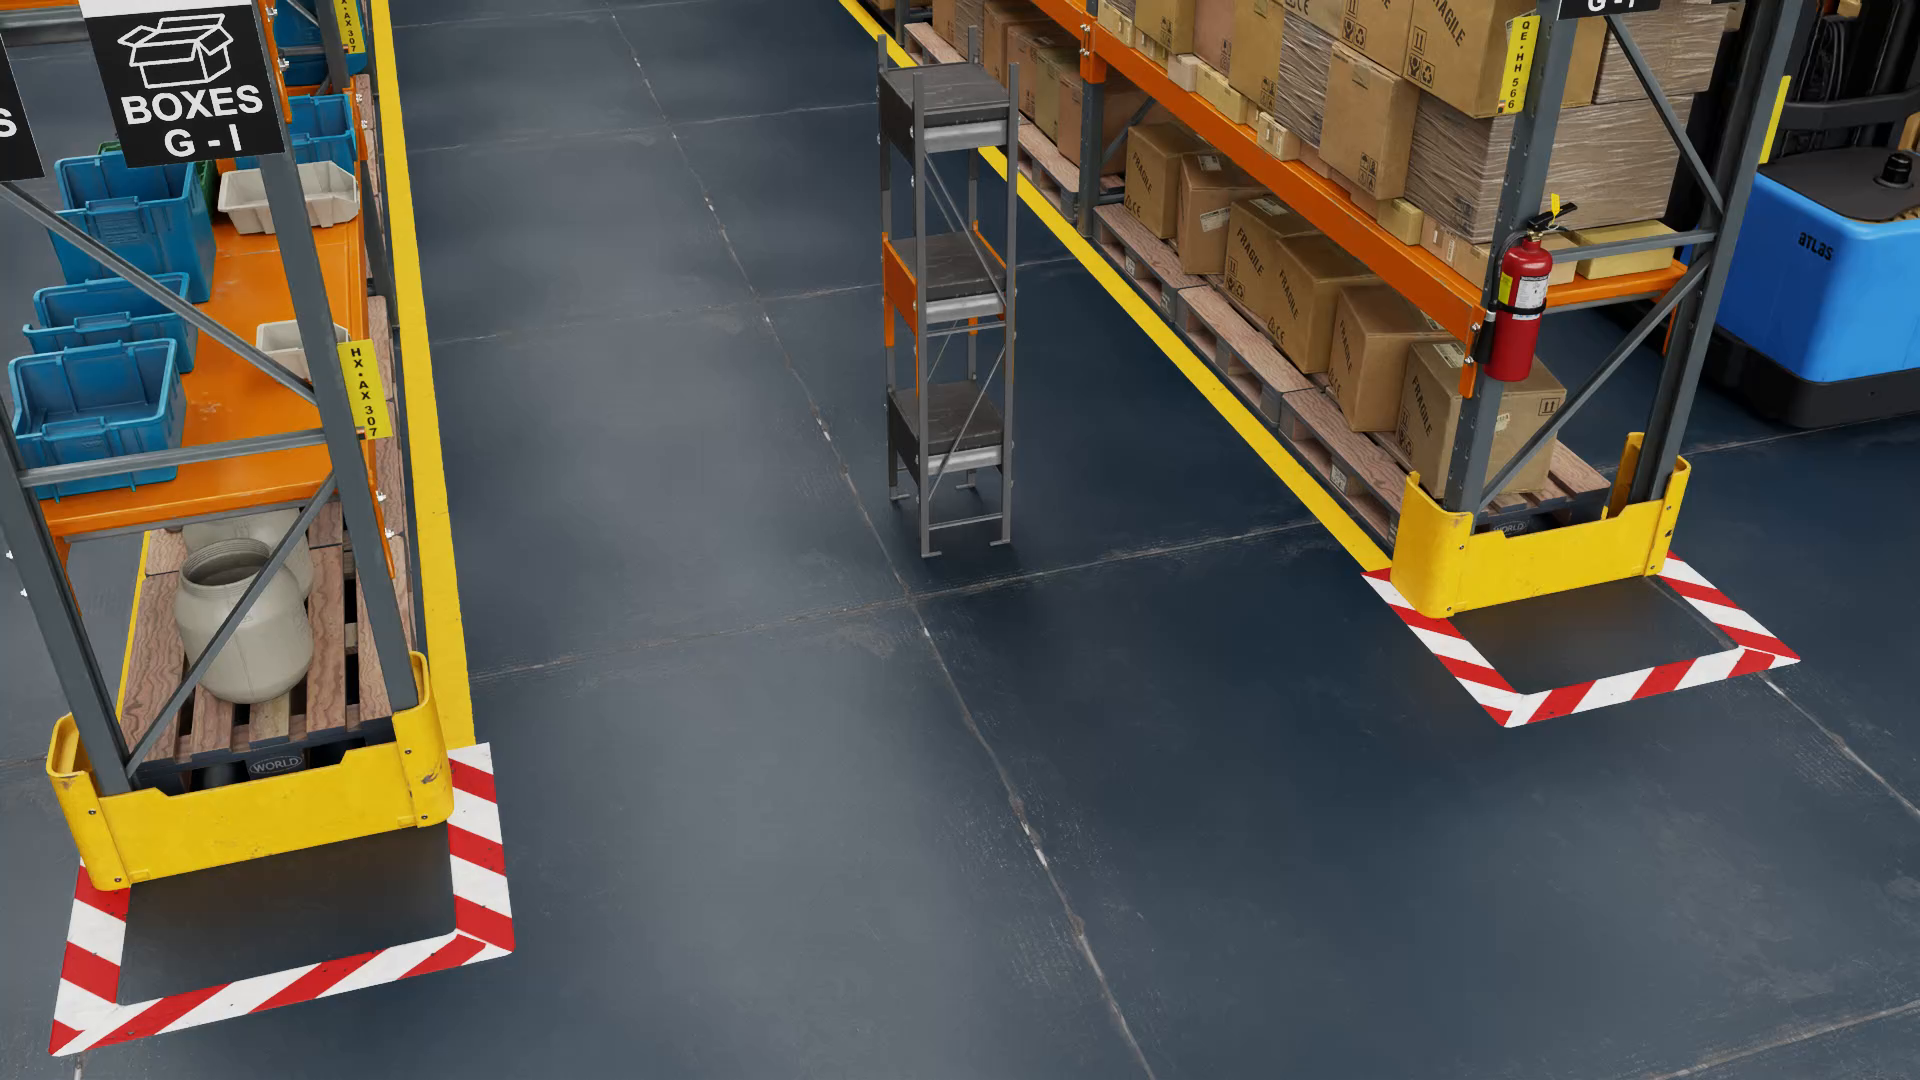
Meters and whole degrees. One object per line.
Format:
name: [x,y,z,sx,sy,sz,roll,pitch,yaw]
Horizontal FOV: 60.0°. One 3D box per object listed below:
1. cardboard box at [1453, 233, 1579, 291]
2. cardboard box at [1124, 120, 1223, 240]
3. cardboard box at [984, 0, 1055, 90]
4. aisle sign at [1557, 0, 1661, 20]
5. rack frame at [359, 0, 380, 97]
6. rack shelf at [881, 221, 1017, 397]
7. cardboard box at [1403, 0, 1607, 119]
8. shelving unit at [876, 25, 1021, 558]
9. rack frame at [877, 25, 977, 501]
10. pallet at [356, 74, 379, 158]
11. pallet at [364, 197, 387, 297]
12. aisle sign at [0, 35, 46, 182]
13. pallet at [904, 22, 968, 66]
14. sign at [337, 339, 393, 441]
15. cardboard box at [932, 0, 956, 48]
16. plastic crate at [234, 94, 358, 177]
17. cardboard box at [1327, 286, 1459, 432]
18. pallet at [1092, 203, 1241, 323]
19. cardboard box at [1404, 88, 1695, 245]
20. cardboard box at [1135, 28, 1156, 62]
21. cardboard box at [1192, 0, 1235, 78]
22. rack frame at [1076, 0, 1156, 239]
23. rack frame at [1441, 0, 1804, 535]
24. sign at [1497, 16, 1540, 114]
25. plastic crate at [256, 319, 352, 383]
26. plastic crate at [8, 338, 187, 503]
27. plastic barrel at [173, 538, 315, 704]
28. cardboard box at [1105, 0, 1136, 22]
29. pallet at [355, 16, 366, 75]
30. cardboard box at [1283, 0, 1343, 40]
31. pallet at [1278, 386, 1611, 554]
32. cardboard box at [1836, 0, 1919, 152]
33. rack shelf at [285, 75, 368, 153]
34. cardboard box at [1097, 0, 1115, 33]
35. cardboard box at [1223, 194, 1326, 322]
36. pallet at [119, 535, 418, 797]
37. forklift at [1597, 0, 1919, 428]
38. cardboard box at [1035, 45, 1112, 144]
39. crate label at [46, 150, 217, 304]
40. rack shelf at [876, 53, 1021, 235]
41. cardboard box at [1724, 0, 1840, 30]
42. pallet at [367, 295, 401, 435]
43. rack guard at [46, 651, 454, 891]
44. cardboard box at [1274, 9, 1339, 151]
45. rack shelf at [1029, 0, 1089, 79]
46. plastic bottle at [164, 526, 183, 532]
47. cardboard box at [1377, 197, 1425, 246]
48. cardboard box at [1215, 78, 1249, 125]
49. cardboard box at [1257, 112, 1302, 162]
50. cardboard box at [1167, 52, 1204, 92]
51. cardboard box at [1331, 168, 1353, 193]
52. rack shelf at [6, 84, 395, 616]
cardboard box: [2.138,-1.082,6.394,0.380,0.149,0.250,-10,35,-15]
cardboard box: [1.285,-2.087,9.574,0.500,0.500,0.500,-11,35,-16]
cardboard box: [0.565,-3.479,11.662,0.700,0.500,0.500,-7,34,-11]
aisle sign: [2.154,-2.073,5.309,0.394,0.787,0.004,-10,35,-15]
rack frame: [-4.736,-4.439,11.247,1.000,3.000,0.127,-10,35,-15]
rack shelf: [-0.050,-0.952,6.810,0.431,0.518,0.480,-10,35,-15]
cardboard box: [2.018,-1.902,6.140,0.500,0.500,0.500,-10,35,-15]
shelving unit: [-0.050,-0.963,6.803,0.431,2.100,0.503,-10,35,-15]
rack frame: [-0.125,-1.091,6.997,0.400,2.100,0.015,-10,35,-15]
pallet: [-4.537,-2.862,11.390,1.003,0.211,1.213,-10,35,-15]
pallet: [-3.792,-1.581,9.452,1.003,0.211,1.213,-10,35,-15]
aisle sign: [-2.557,-1.236,4.041,0.394,0.787,0.004,-10,35,-15]
pallet: [0.218,-3.698,12.655,1.003,0.211,1.213,-10,35,-15]
sign: [-1.771,-0.444,4.951,0.100,0.325,0.005,-10,35,-15]
cardboard box: [0.204,-4.064,12.548,0.700,0.500,0.500,-12,35,-17]
plastic crate: [-2.920,-1.741,7.299,0.499,0.251,0.616,-10,35,-15]
cardboard box: [2.032,-0.843,7.691,0.500,0.500,0.500,-1,33,-2]
pallet: [1.439,-1.662,9.573,1.003,0.211,1.213,-10,35,-15]
cardboard box: [2.279,-1.531,6.485,0.875,0.500,0.500,-10,35,-15]
cardboard box: [1.147,-2.643,8.757,0.380,0.149,0.250,-10,35,-15]
cardboard box: [1.647,-2.577,8.068,0.875,0.500,0.500,-10,35,-15]
rack frame: [1.201,-3.172,9.329,1.000,3.000,0.127,-10,35,-15]
rack frame: [2.421,-1.072,6.151,1.000,3.000,0.127,-10,35,-15]
sign: [1.886,-1.604,5.619,0.100,0.325,0.005,-10,35,-15]
plastic crate: [-2.262,-0.653,5.756,0.298,0.136,0.250,-10,35,-15]
plastic crate: [-2.733,-0.389,5.253,0.499,0.251,0.616,-10,35,-15]
plastic barrel: [-2.569,0.291,5.964,0.421,0.512,0.421,0,33,0]
cardboard box: [1.279,-3.091,8.846,0.875,0.500,0.500,-10,35,-15]
pallet: [-5.016,-3.683,12.631,1.003,0.211,1.213,-10,35,-15]
cardboard box: [1.710,-2.426,6.934,0.500,0.500,0.500,-10,35,-15]
pallet: [2.184,-0.381,7.635,1.003,0.211,1.213,-10,35,-15]
cardboard box: [6.081,-2.900,10.464,0.875,0.875,0.875,-9,35,-14]
rack shelf: [-4.126,-3.089,9.856,1.077,0.370,4.000,-10,35,-15]
cardboard box: [0.980,-2.904,9.151,0.380,0.149,0.250,-10,35,-15]
cardboard box: [1.731,-1.475,8.648,0.500,0.500,0.500,-13,36,-19]
pallet: [-2.607,0.465,6.354,1.003,0.211,1.213,-10,35,-15]
forklift: [4.040,-2.562,8.469,1.130,2.935,3.031,-10,35,-14]
cardboard box: [0.907,-2.892,10.774,0.700,0.500,0.500,-10,35,-15]
crate label: [-3.115,-1.174,6.274,0.502,0.435,0.616,-10,35,-15]
rack shelf: [-0.050,-1.536,6.424,0.431,0.518,0.480,-10,35,-15]
cardboard box: [5.680,-3.500,11.486,1.050,0.750,0.750,-10,35,-15]
pallet: [-3.351,-0.816,8.293,1.003,0.211,1.213,-10,35,-15]
rack guard: [-2.364,0.772,5.628,1.175,0.500,0.348,-10,35,-15]
cardboard box: [1.901,-2.043,7.260,0.875,0.500,0.500,-10,35,-15]
rack shelf: [0.591,-3.922,11.117,1.077,0.370,4.000,-10,35,-15]
plastic bottle: [-3.274,-0.145,6.888,0.097,0.201,0.097,0,33,0]
cardboard box: [1.937,-1.336,6.778,0.380,0.149,0.250,-10,35,-15]
cardboard box: [1.450,-2.118,7.963,0.380,0.149,0.250,-10,35,-15]
cardboard box: [1.580,-1.852,7.559,0.380,0.149,0.250,-10,35,-15]
cardboard box: [1.269,-2.376,8.352,0.380,0.149,0.250,-10,35,-15]
cardboard box: [1.838,-1.608,7.190,0.380,0.149,0.250,-10,35,-15]
rack shelf: [-2.906,-0.989,6.678,1.077,0.370,4.000,-10,35,-15]
